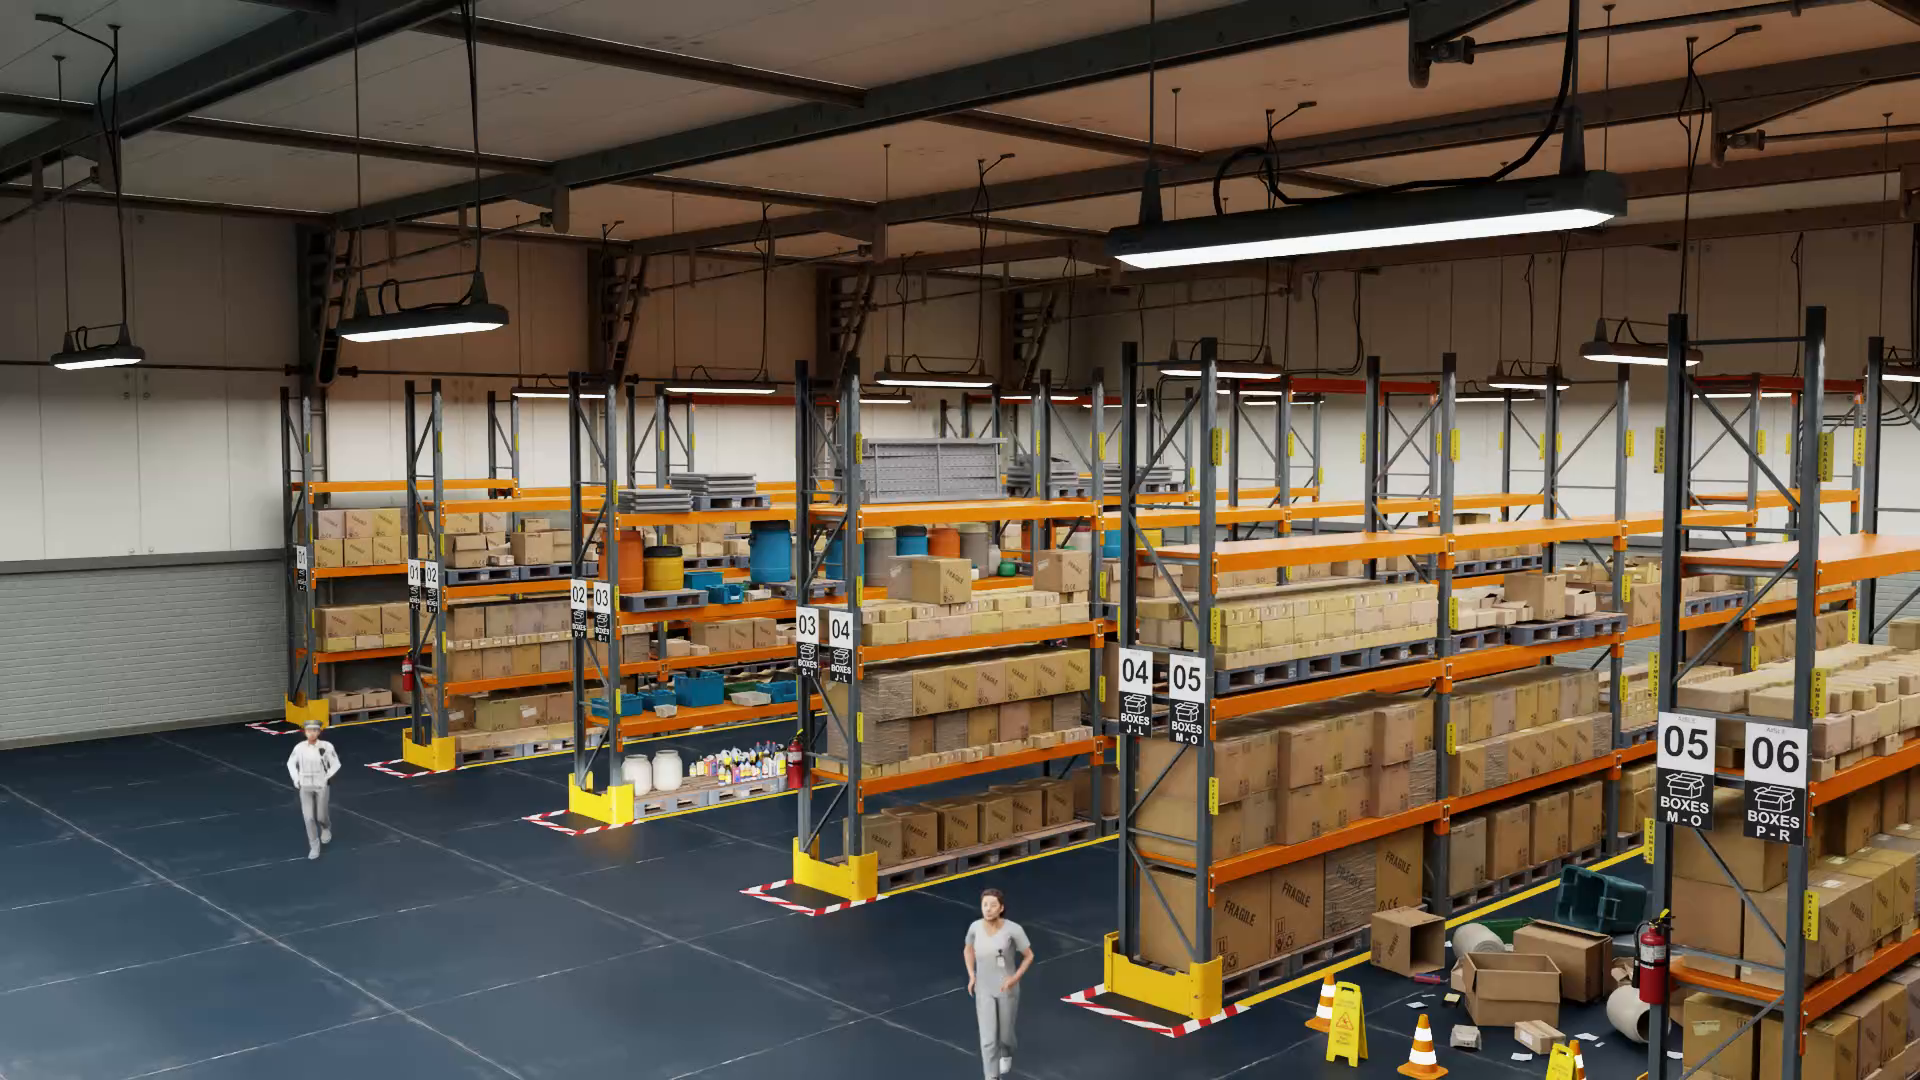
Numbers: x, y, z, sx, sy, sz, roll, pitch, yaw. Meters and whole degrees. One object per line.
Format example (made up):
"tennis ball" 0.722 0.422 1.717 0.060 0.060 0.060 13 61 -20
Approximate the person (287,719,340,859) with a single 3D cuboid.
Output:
"person" -7.953 3.025 20.468 0.627 1.682 0.648 -1 4 -14

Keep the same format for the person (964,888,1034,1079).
"person" 0.298 3.502 12.869 0.566 1.634 0.860 1 4 13

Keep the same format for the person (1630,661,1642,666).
"person" 10.442 2.696 25.800 0.545 1.662 0.569 -3 5 -42
